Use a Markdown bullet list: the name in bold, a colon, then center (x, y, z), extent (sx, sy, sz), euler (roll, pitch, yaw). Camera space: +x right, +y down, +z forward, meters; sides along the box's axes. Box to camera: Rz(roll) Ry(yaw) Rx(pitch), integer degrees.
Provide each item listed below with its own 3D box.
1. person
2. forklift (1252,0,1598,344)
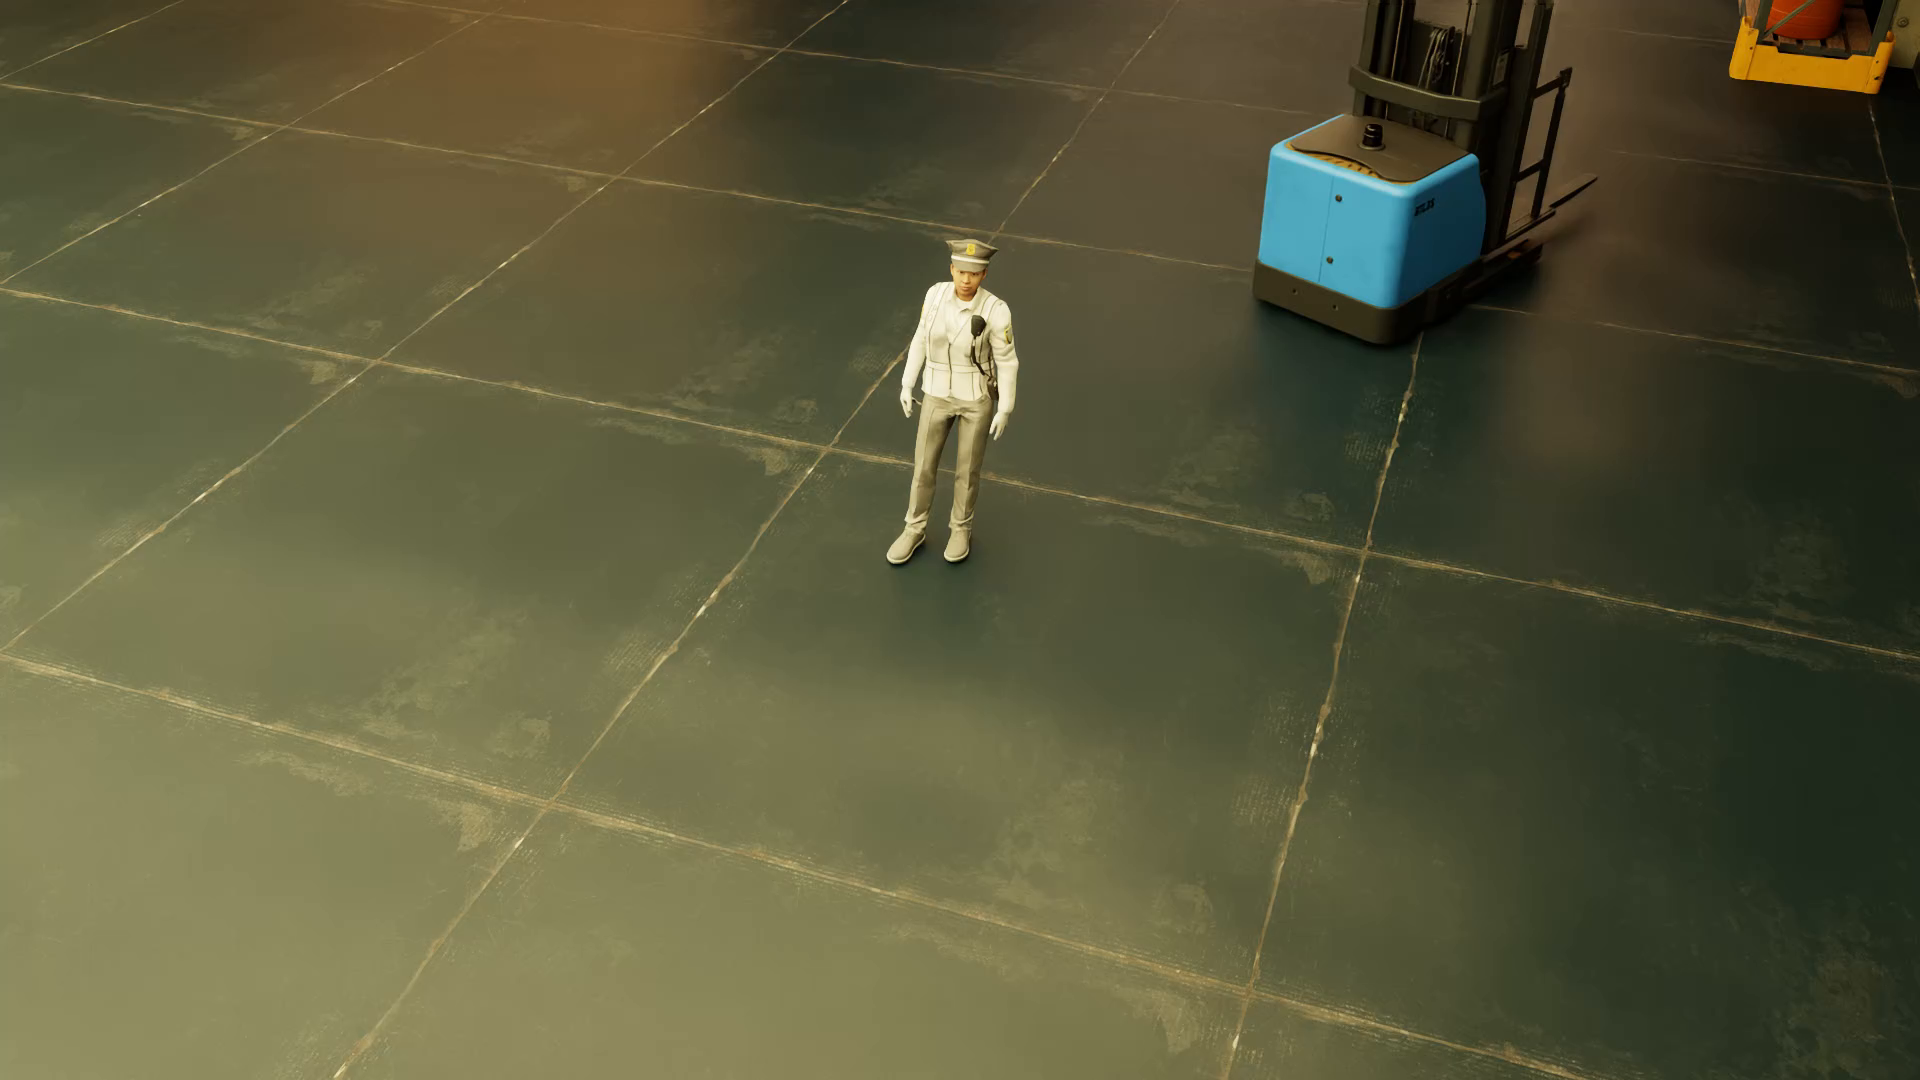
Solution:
- **person**: center (-0.030, -0.661, 8.100), extent (0.586, 1.694, 0.530), euler (12, 37, 16)
- **forklift**: center (3.287, -3.149, 10.552), extent (1.130, 2.935, 3.031), euler (30, 45, 35)
